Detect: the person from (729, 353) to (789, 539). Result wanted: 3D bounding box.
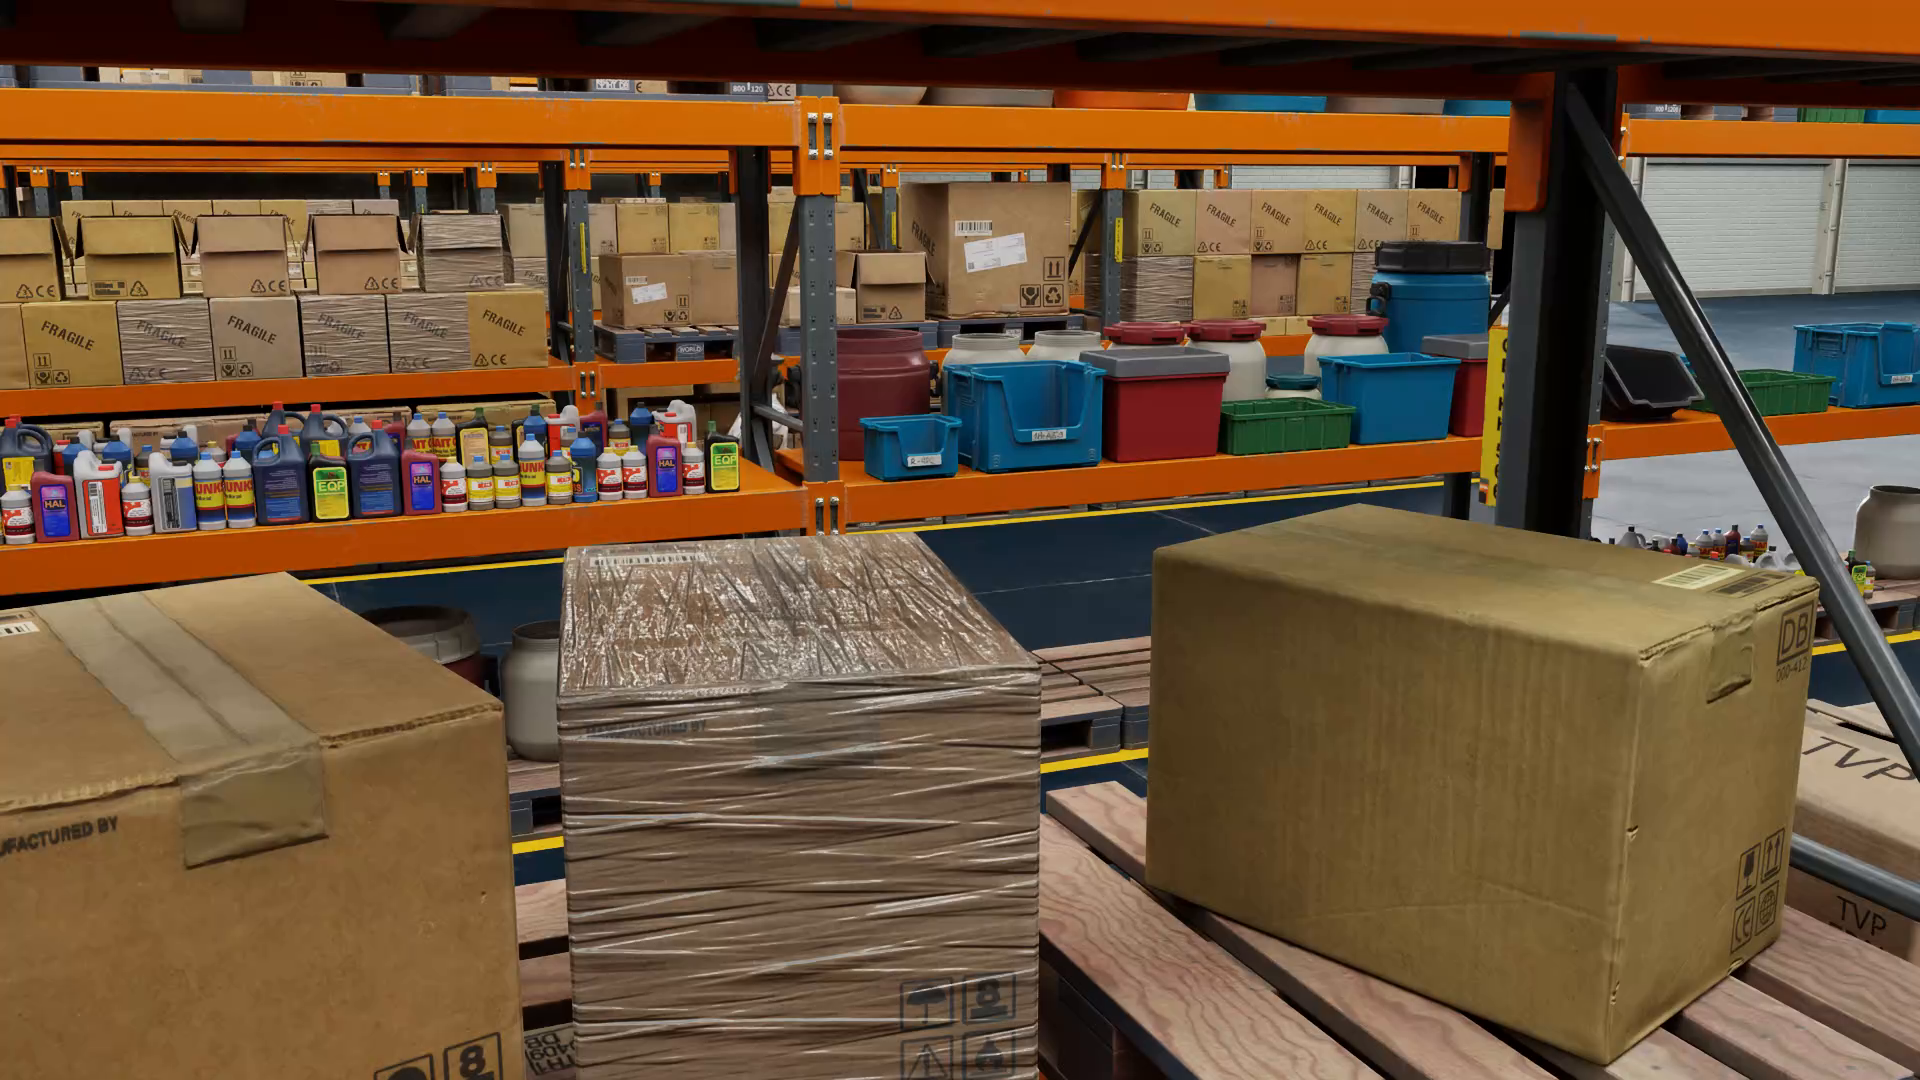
[{"bbox_3d":[-1.048,-0.155,8.695,0.328,1.663,0.469,-5,13,-22],"label":"person"}]
